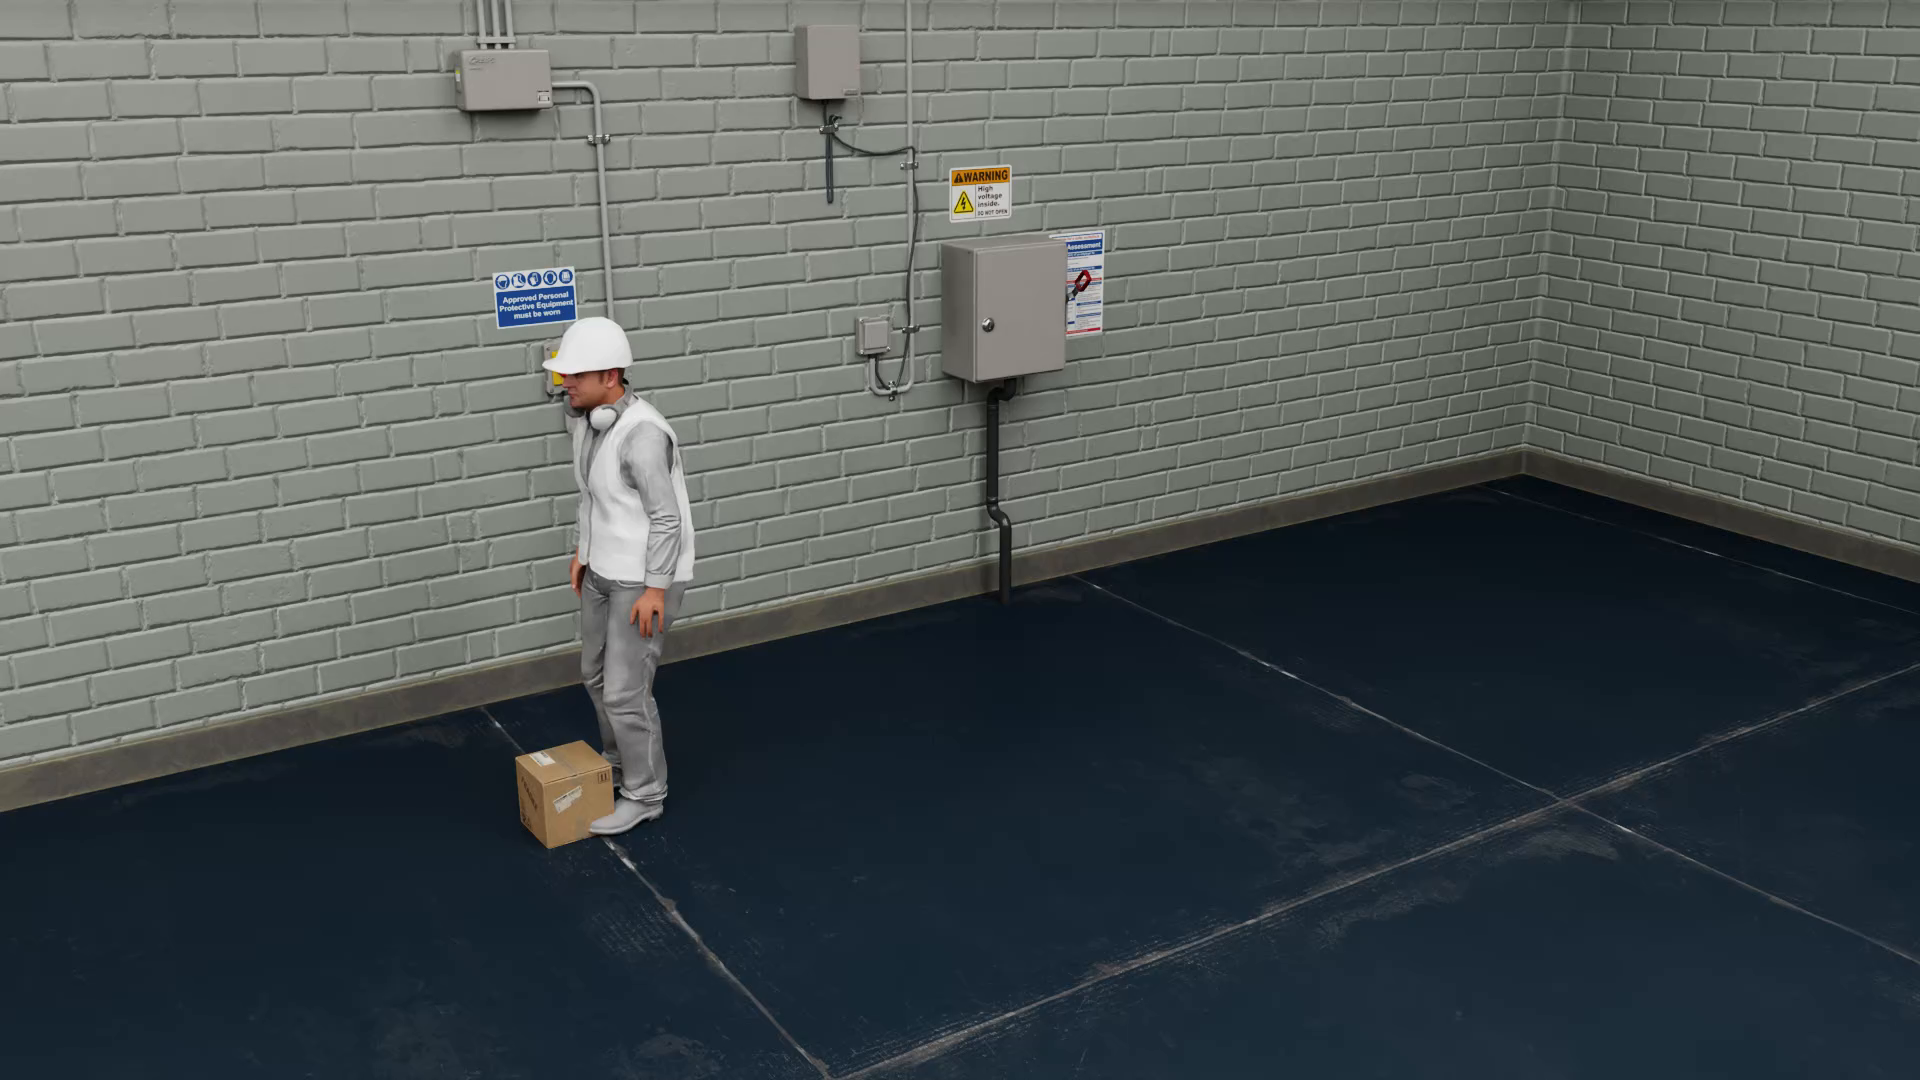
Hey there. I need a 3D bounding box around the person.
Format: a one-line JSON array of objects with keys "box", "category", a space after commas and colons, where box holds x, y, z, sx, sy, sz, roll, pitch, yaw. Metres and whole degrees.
[{"box": [-1.153, 0.112, 5.665, 0.473, 1.771, 0.593, -13, 22, -35], "category": "person"}]
